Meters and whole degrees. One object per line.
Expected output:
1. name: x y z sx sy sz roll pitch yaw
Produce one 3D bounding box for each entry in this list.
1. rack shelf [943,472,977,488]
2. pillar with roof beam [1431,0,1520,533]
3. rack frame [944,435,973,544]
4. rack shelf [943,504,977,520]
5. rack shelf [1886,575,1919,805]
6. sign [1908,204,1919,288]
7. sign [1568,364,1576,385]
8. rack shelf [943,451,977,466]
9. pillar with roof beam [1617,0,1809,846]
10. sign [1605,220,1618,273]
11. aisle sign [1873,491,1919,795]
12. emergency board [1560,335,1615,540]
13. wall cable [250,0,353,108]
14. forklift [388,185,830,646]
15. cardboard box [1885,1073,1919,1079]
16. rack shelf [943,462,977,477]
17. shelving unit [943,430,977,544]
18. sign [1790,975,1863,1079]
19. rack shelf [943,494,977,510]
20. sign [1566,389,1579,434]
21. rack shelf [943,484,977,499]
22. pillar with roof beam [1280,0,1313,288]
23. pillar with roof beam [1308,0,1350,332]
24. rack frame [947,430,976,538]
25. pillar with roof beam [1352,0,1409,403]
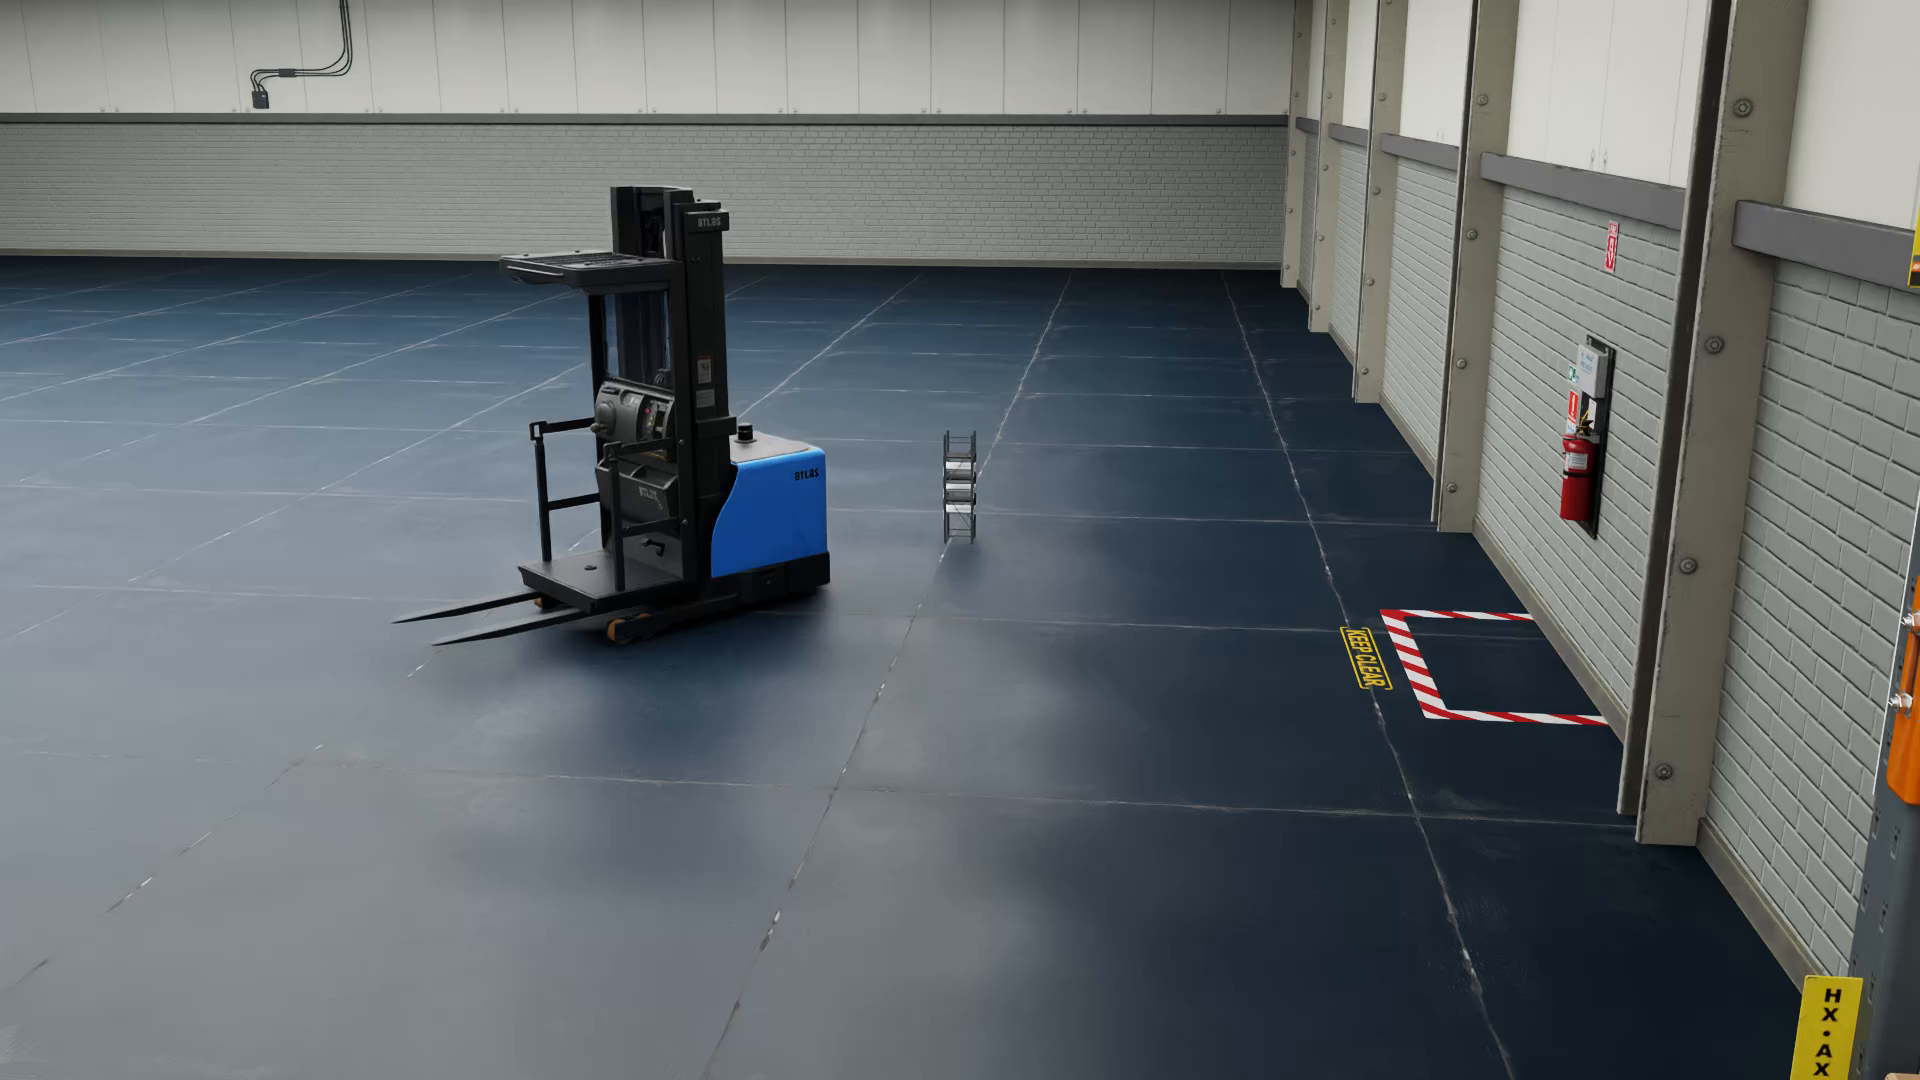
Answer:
1. rack shelf: -0.001 -0.487 13.522 0.258 0.077 0.200 2 15 6
2. pillar with roof beam: -0.098 -4.586 13.382 9.100 9.000 0.400 2 15 6
3. rack frame: -0.012 -0.406 13.439 0.240 0.900 0.006 2 15 6
4. rack shelf: -0.001 -0.226 13.592 0.258 0.077 0.200 2 15 6
5. rack shelf: 1.819 0.760 0.736 1.077 0.370 4.000 2 15 6
6. sign: 1.505 -0.544 2.506 0.100 0.325 0.005 2 15 6
7. sign: 3.974 -1.059 10.750 0.001 0.109 0.331 2 15 6
8. rack shelf: -0.001 -0.661 13.475 0.258 0.077 0.200 2 15 6
9. pillar with roof beam: -0.775 -3.030 7.627 9.100 9.000 0.400 2 15 6
10. sign: 3.919 -1.765 10.002 0.001 0.298 0.199 2 15 6
11. aisle sign: 1.755 0.060 2.715 0.394 0.787 0.004 2 15 6
12. emergency board: 3.819 -0.647 10.308 0.194 1.169 0.643 2 15 6
13. wall cable: -14.011 -12.139 34.798 2.305 6.003 0.169 2 15 6
14. forklift: -2.389 -0.873 11.277 3.031 2.935 1.130 -13 20 -40
15. cardboard box: 1.692 1.158 2.446 0.500 0.500 0.500 2 15 6
16. rack shelf: -0.001 -0.574 13.499 0.258 0.077 0.200 2 15 6
17. shelving unit: -0.001 -0.432 13.537 0.258 0.900 0.210 2 15 6
18. sign: 1.505 0.908 2.898 0.100 0.325 0.005 2 15 6
19. rack shelf: -0.001 -0.313 13.569 0.258 0.077 0.200 2 15 6
20. sign: 3.984 -0.804 10.822 0.001 0.329 0.234 2 15 6
21. rack shelf: -0.001 -0.400 13.546 0.258 0.077 0.200 2 15 6
22. pillar with roof beam: 1.933 -9.254 30.647 9.100 9.000 0.400 2 15 6
23. pillar with roof beam: 1.256 -7.698 24.892 9.100 9.000 0.400 2 15 6
24. rack frame: 0.011 -0.459 13.634 0.240 0.900 0.006 2 15 6
25. pillar with roof beam: 0.579 -6.142 19.137 9.100 9.000 0.400 2 15 6
